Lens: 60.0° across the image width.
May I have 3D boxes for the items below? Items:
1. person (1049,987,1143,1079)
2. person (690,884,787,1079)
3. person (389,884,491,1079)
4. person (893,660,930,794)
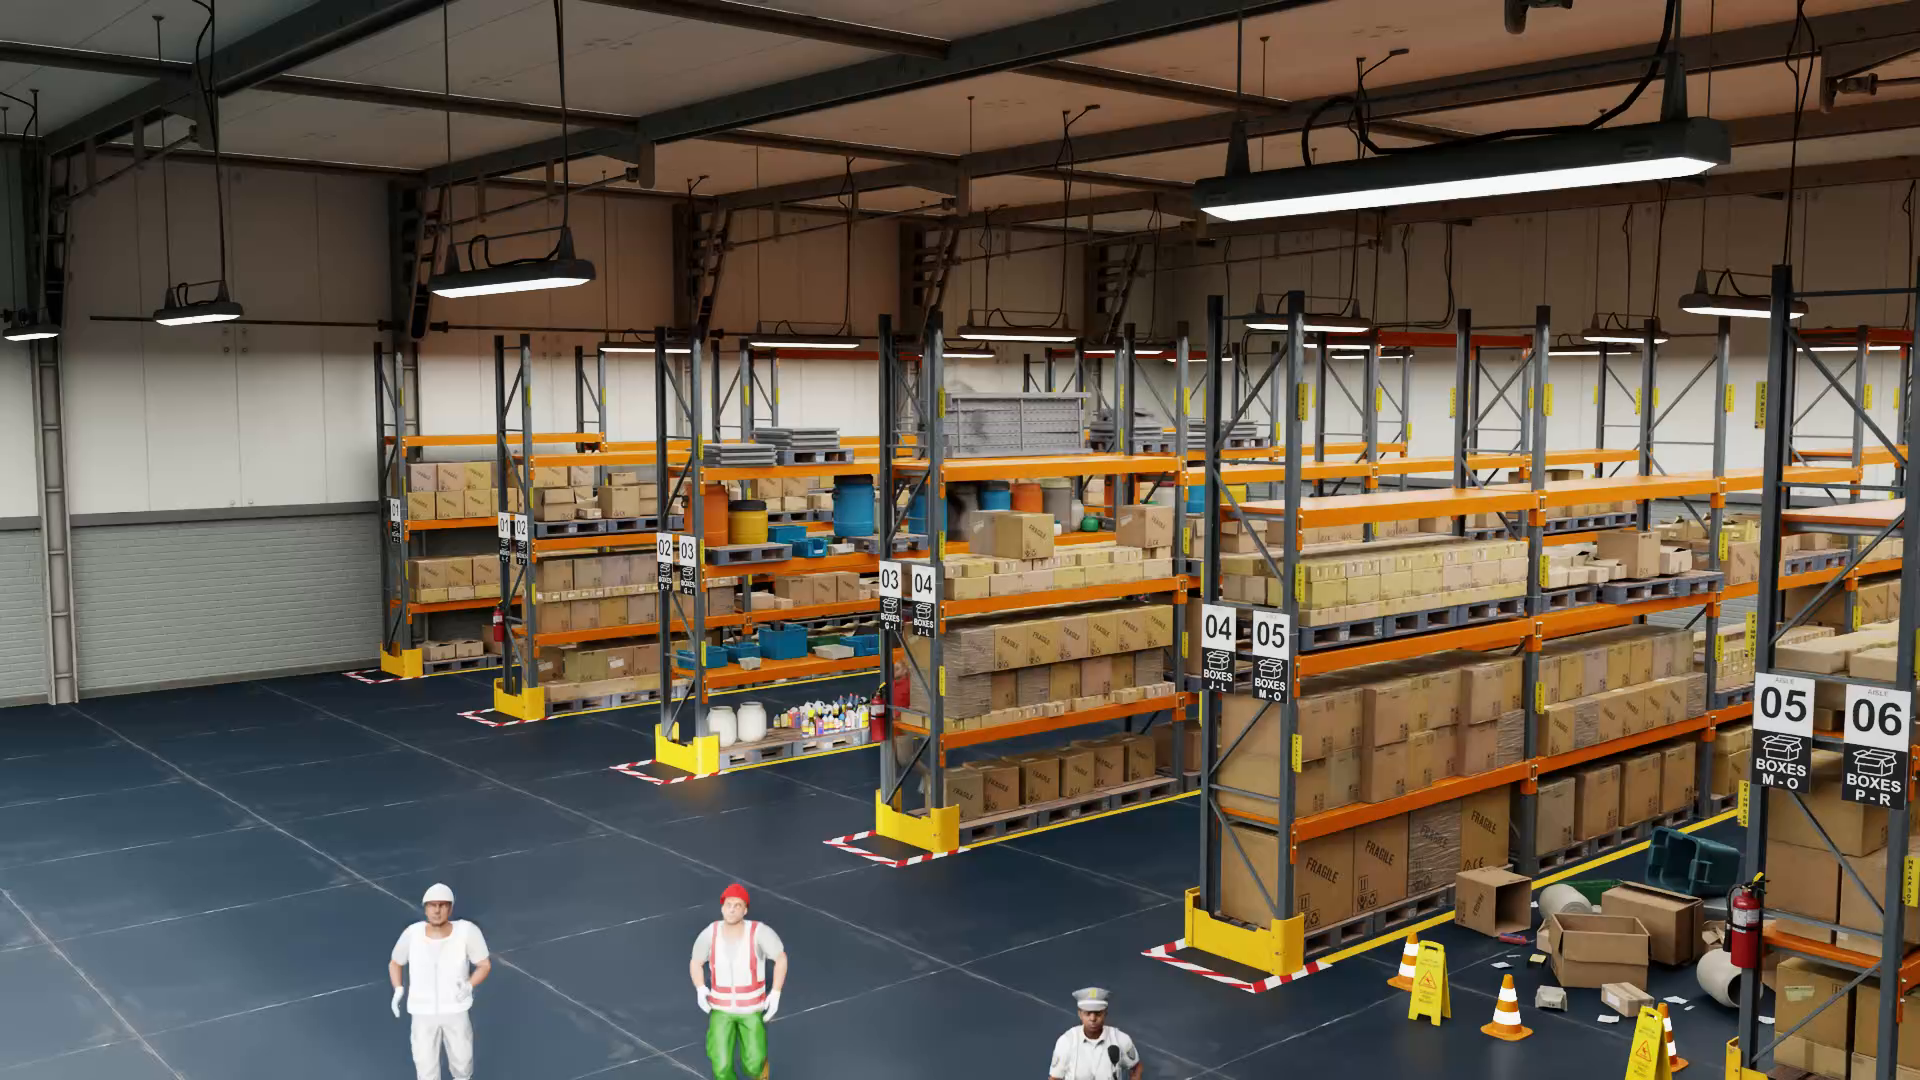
[{"bbox_3d":[0.793,3.443,9.748,0.565,1.657,0.551,0,5,5],"label":"person"},{"bbox_3d":[-1.556,3.250,11.646,0.686,1.736,0.655,0,5,1],"label":"person"},{"bbox_3d":[-3.607,3.248,11.537,0.694,1.747,0.804,-1,5,-12],"label":"person"},{"bbox_3d":[-0.714,2.328,20.602,0.790,1.709,0.685,-5,7,-41],"label":"person"}]
